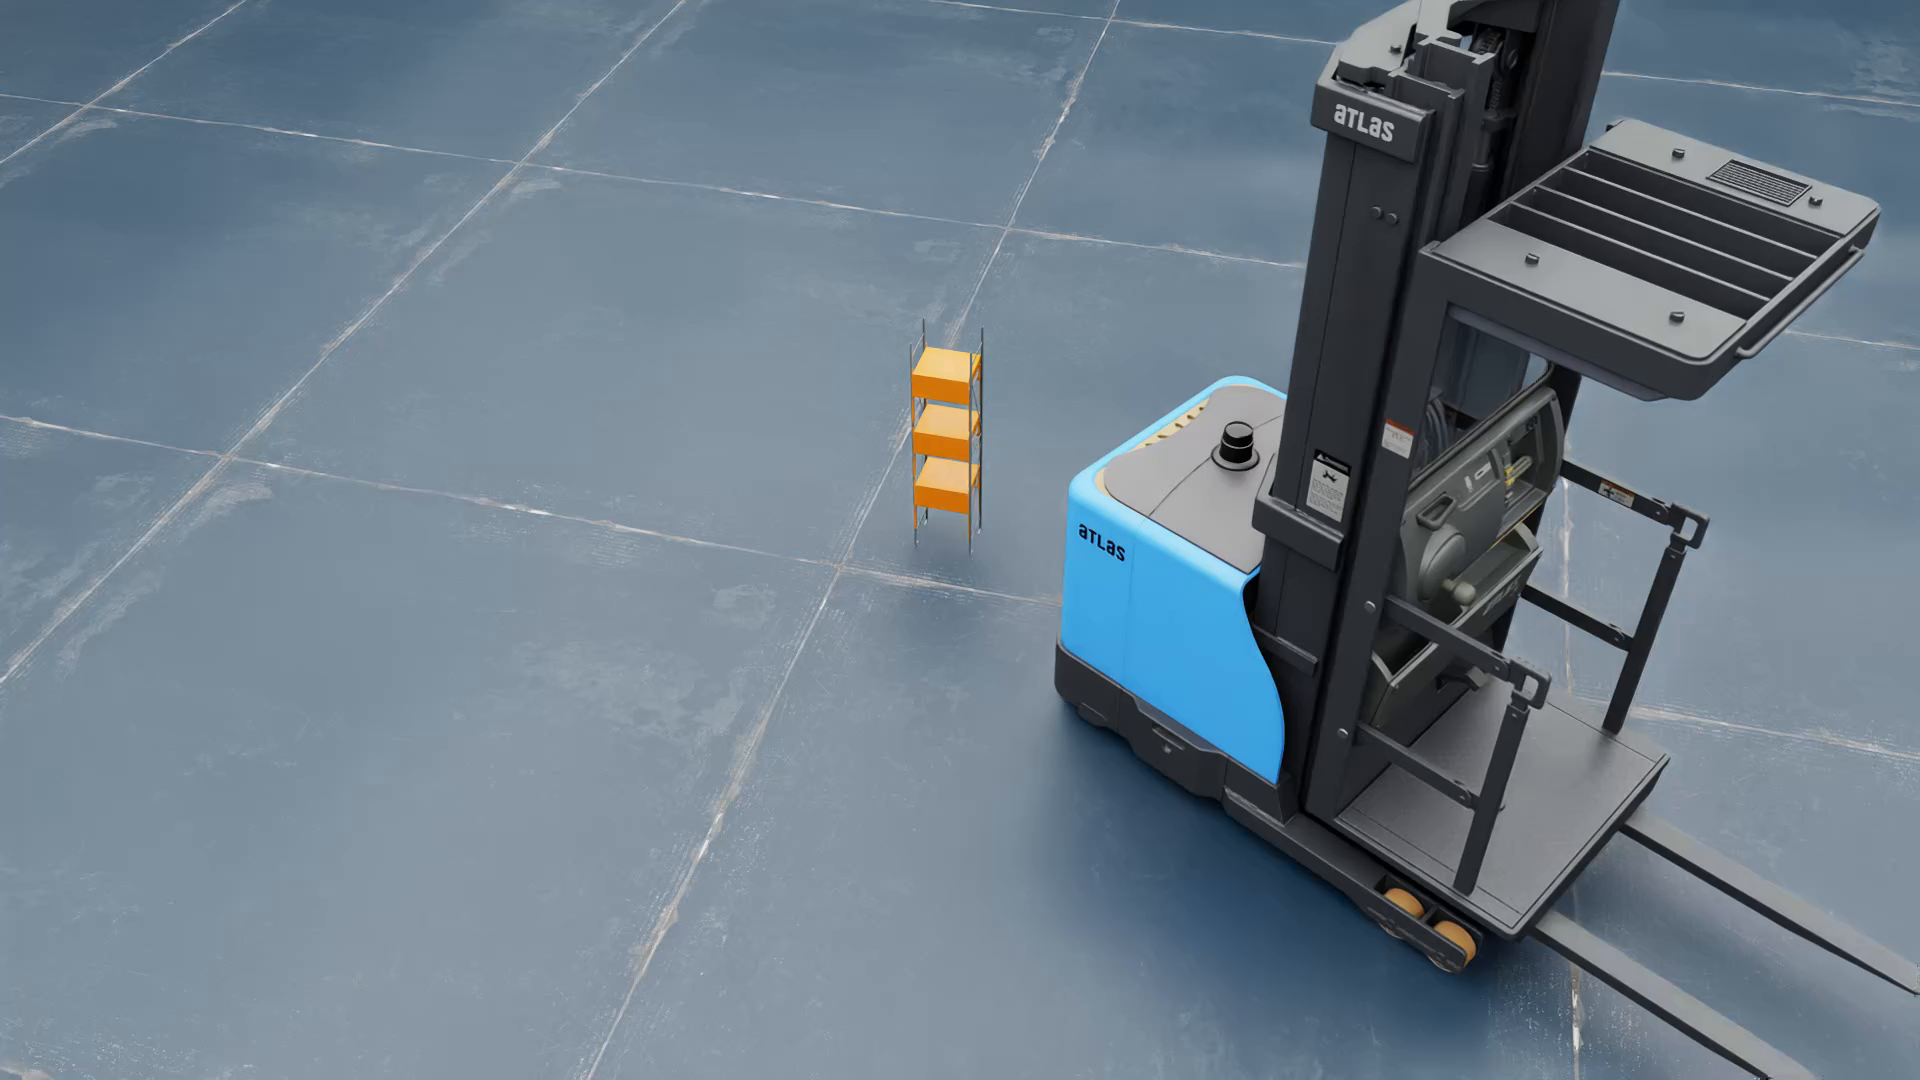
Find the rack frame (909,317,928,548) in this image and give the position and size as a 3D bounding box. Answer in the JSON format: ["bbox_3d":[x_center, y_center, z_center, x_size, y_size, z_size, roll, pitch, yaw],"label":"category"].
[{"bbox_3d":[-0.170,-0.431,6.947,0.008,1.050,0.200,10,41,11],"label":"rack frame"}]

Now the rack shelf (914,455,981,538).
[{"bbox_3d":[-0.052,-0.190,7.109,0.240,0.259,0.215,10,41,11],"label":"rack shelf"}]

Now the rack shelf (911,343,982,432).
[{"bbox_3d":[-0.052,-0.620,6.747,0.240,0.259,0.215,10,41,11],"label":"rack shelf"}]

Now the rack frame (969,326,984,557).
[{"bbox_3d":[0.066,-0.391,6.899,0.008,1.050,0.200,10,41,11],"label":"rack frame"}]

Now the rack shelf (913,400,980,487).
[{"bbox_3d":[-0.052,-0.403,6.930,0.240,0.259,0.215,10,41,11],"label":"rack shelf"}]

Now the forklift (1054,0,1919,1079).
[{"bbox_3d":[1.773,-0.069,5.053,3.031,2.935,1.130,32,50,32],"label":"forklift"}]

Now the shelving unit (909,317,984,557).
[{"bbox_3d":[-0.052,-0.411,6.923,0.252,1.050,0.215,10,41,11],"label":"shelving unit"}]
